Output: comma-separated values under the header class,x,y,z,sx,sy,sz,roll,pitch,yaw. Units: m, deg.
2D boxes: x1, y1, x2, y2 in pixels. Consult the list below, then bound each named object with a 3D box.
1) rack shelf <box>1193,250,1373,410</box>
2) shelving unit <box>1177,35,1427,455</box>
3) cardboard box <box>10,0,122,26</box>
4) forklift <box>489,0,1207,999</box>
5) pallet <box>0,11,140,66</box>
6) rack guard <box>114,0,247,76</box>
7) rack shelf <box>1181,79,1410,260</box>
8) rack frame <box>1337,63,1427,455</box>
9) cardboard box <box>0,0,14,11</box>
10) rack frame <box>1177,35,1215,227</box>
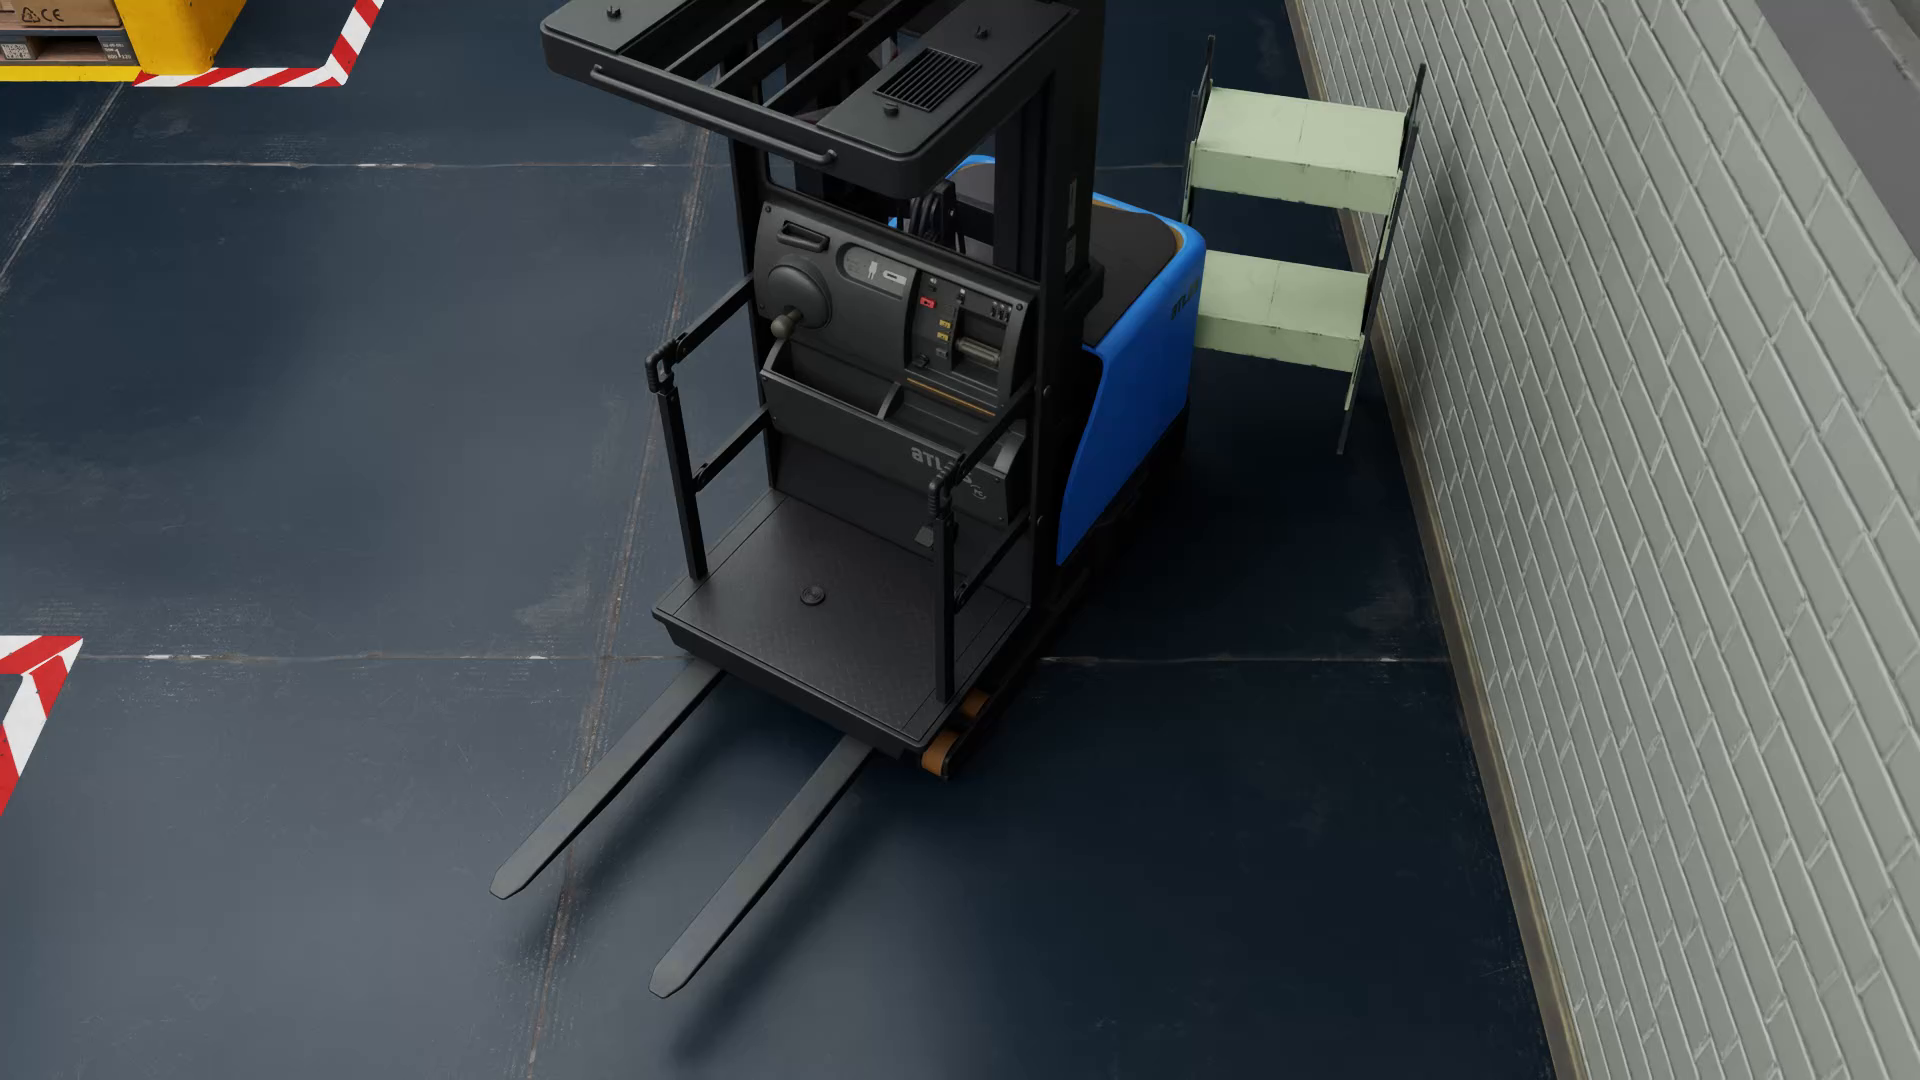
class,x,y,z,sx,sy,sz,roll,pitch,yaw
rack shelf,1.193,-0.834,6.447,0.720,0.370,0.431,11,48,10
shelving unit,1.193,-1.057,6.209,0.755,1.500,0.431,11,48,10
cardboard box,-4.466,-2.930,8.335,0.500,0.500,0.500,0,47,0
forklift,-0.328,-0.611,4.817,1.130,2.935,3.031,24,52,21
pallet,-4.794,-2.862,8.770,1.213,0.211,1.003,0,47,0
rack guard,-3.997,-2.959,8.663,0.348,0.500,1.175,0,47,0
rack shelf,1.193,-1.322,5.923,0.720,0.370,0.431,11,48,10
rack frame,1.548,-0.990,6.147,0.023,1.500,0.400,11,48,10
cardboard box,-4.870,-2.883,8.519,0.250,0.166,0.380,0,47,0
rack frame,0.838,-1.123,6.271,0.023,1.500,0.400,11,48,10
